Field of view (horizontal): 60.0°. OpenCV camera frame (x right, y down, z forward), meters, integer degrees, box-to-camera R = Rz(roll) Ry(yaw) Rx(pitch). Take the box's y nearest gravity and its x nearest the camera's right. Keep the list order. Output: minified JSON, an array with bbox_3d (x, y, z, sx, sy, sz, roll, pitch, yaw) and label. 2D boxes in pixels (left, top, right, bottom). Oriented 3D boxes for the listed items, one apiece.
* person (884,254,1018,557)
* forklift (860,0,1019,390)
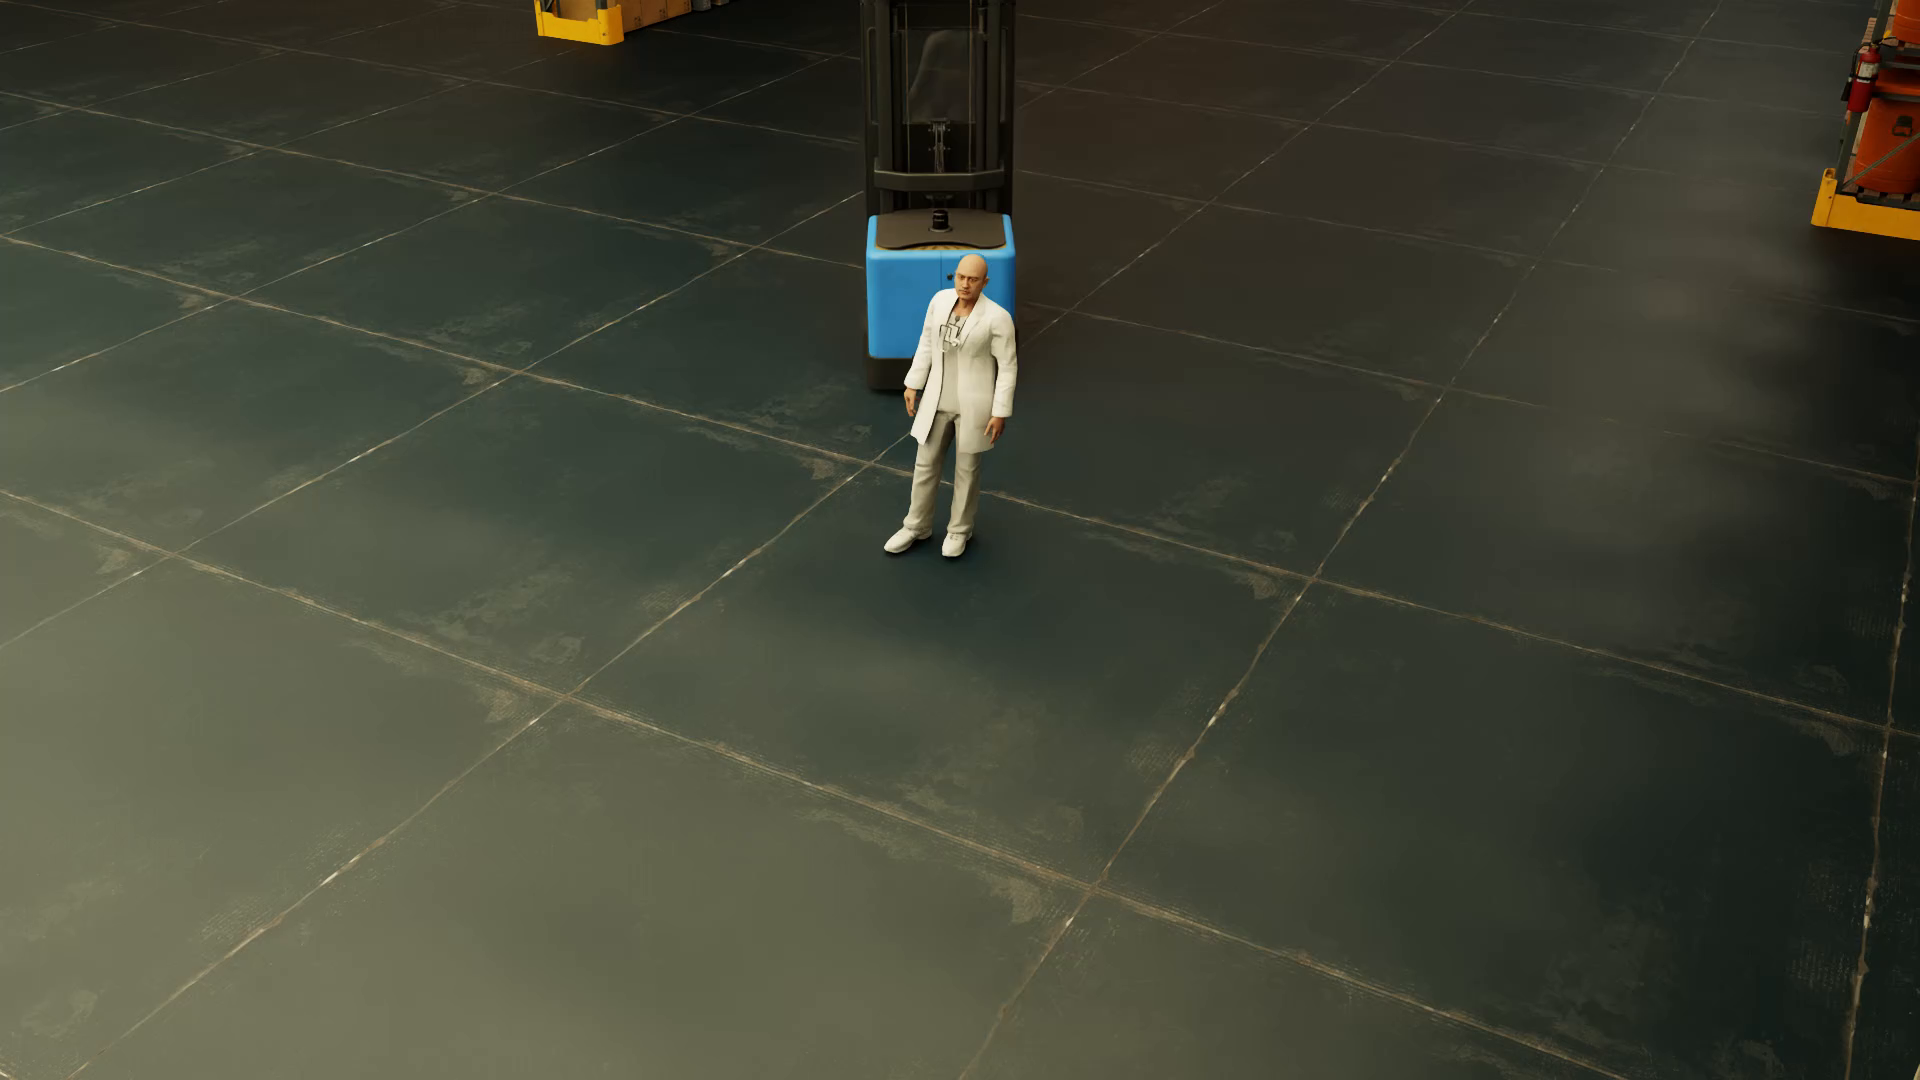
[{"bbox_3d":[-0.048,-0.738,9.488,0.696,1.776,0.581,15,33,25],"label":"person"},{"bbox_3d":[-0.161,-3.023,12.309,1.130,2.935,3.031,-1,30,-1],"label":"forklift"}]
